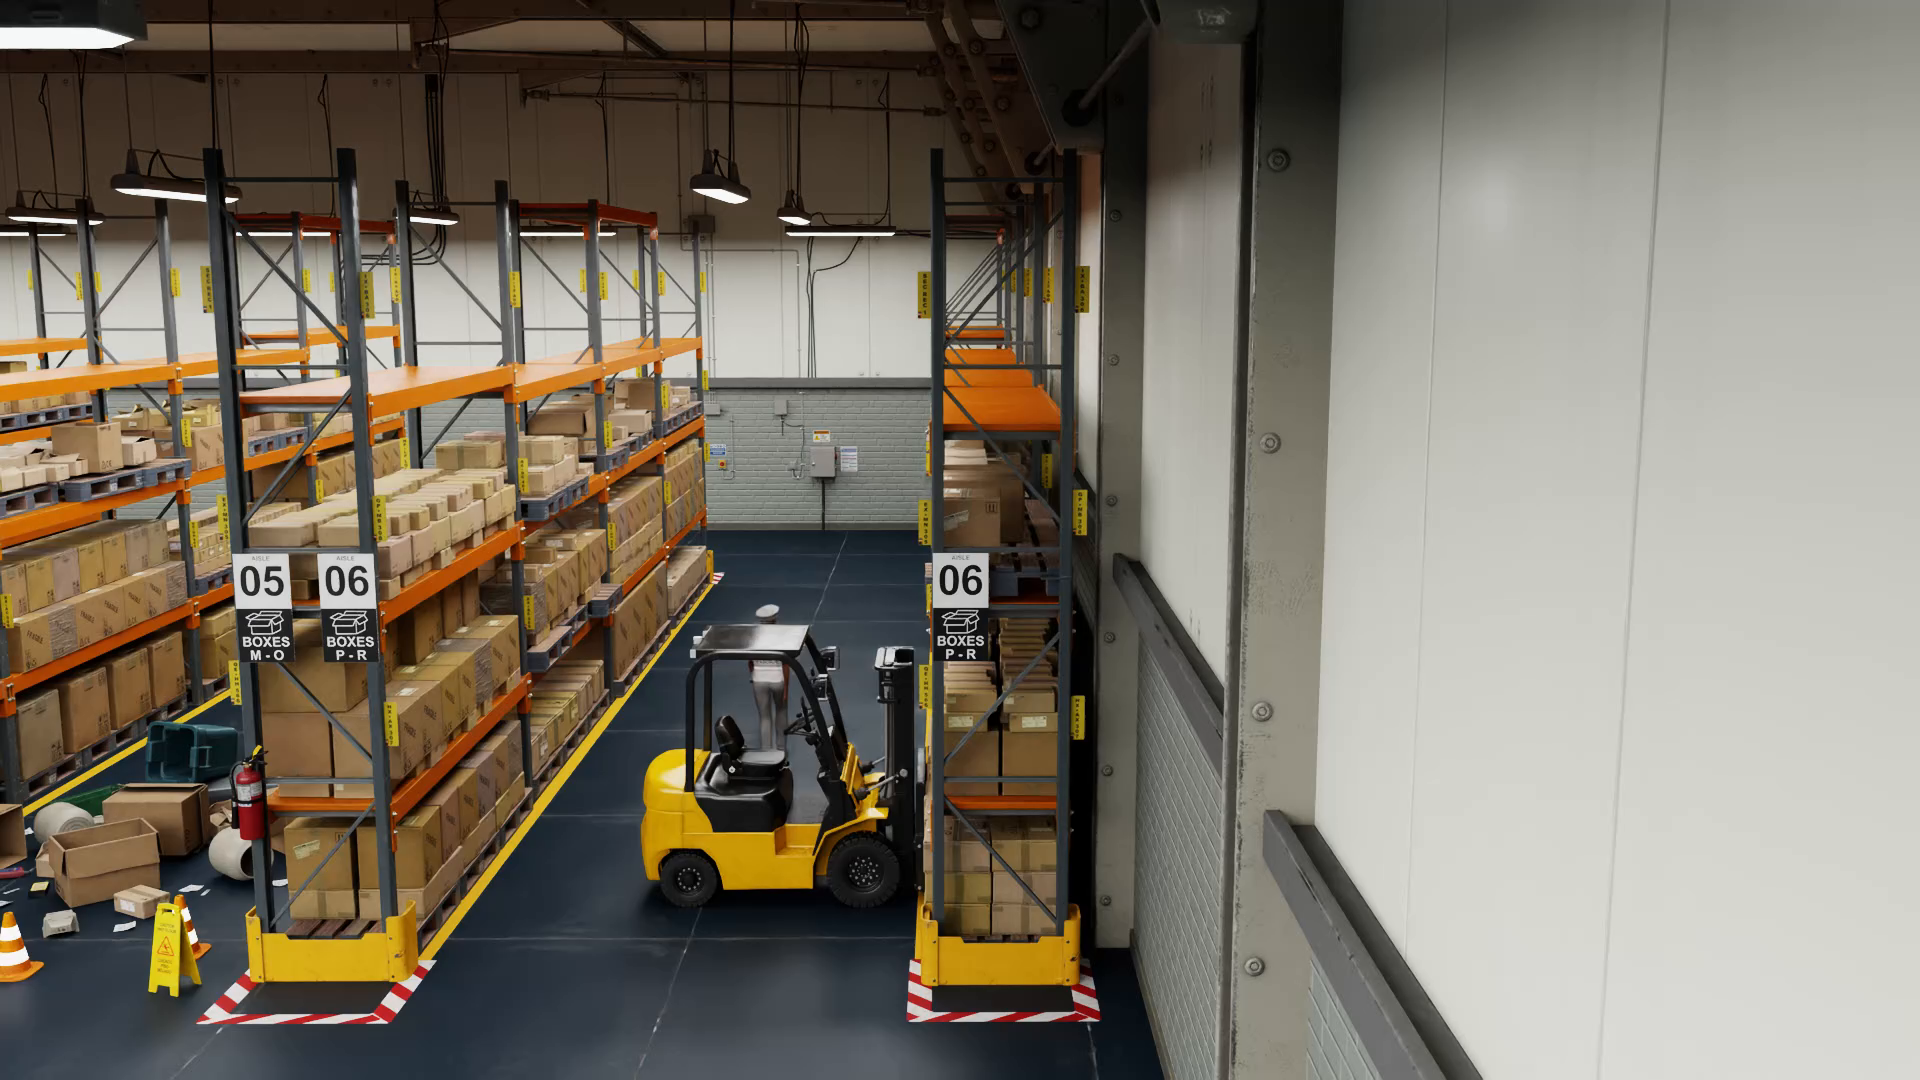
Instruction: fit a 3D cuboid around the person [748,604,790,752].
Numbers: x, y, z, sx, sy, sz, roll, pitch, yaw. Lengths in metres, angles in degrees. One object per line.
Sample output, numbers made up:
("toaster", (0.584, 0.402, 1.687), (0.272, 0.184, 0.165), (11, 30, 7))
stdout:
("person", (-2.025, 1.533, 17.641), (0.430, 1.697, 0.733), (-1, 9, -8))
